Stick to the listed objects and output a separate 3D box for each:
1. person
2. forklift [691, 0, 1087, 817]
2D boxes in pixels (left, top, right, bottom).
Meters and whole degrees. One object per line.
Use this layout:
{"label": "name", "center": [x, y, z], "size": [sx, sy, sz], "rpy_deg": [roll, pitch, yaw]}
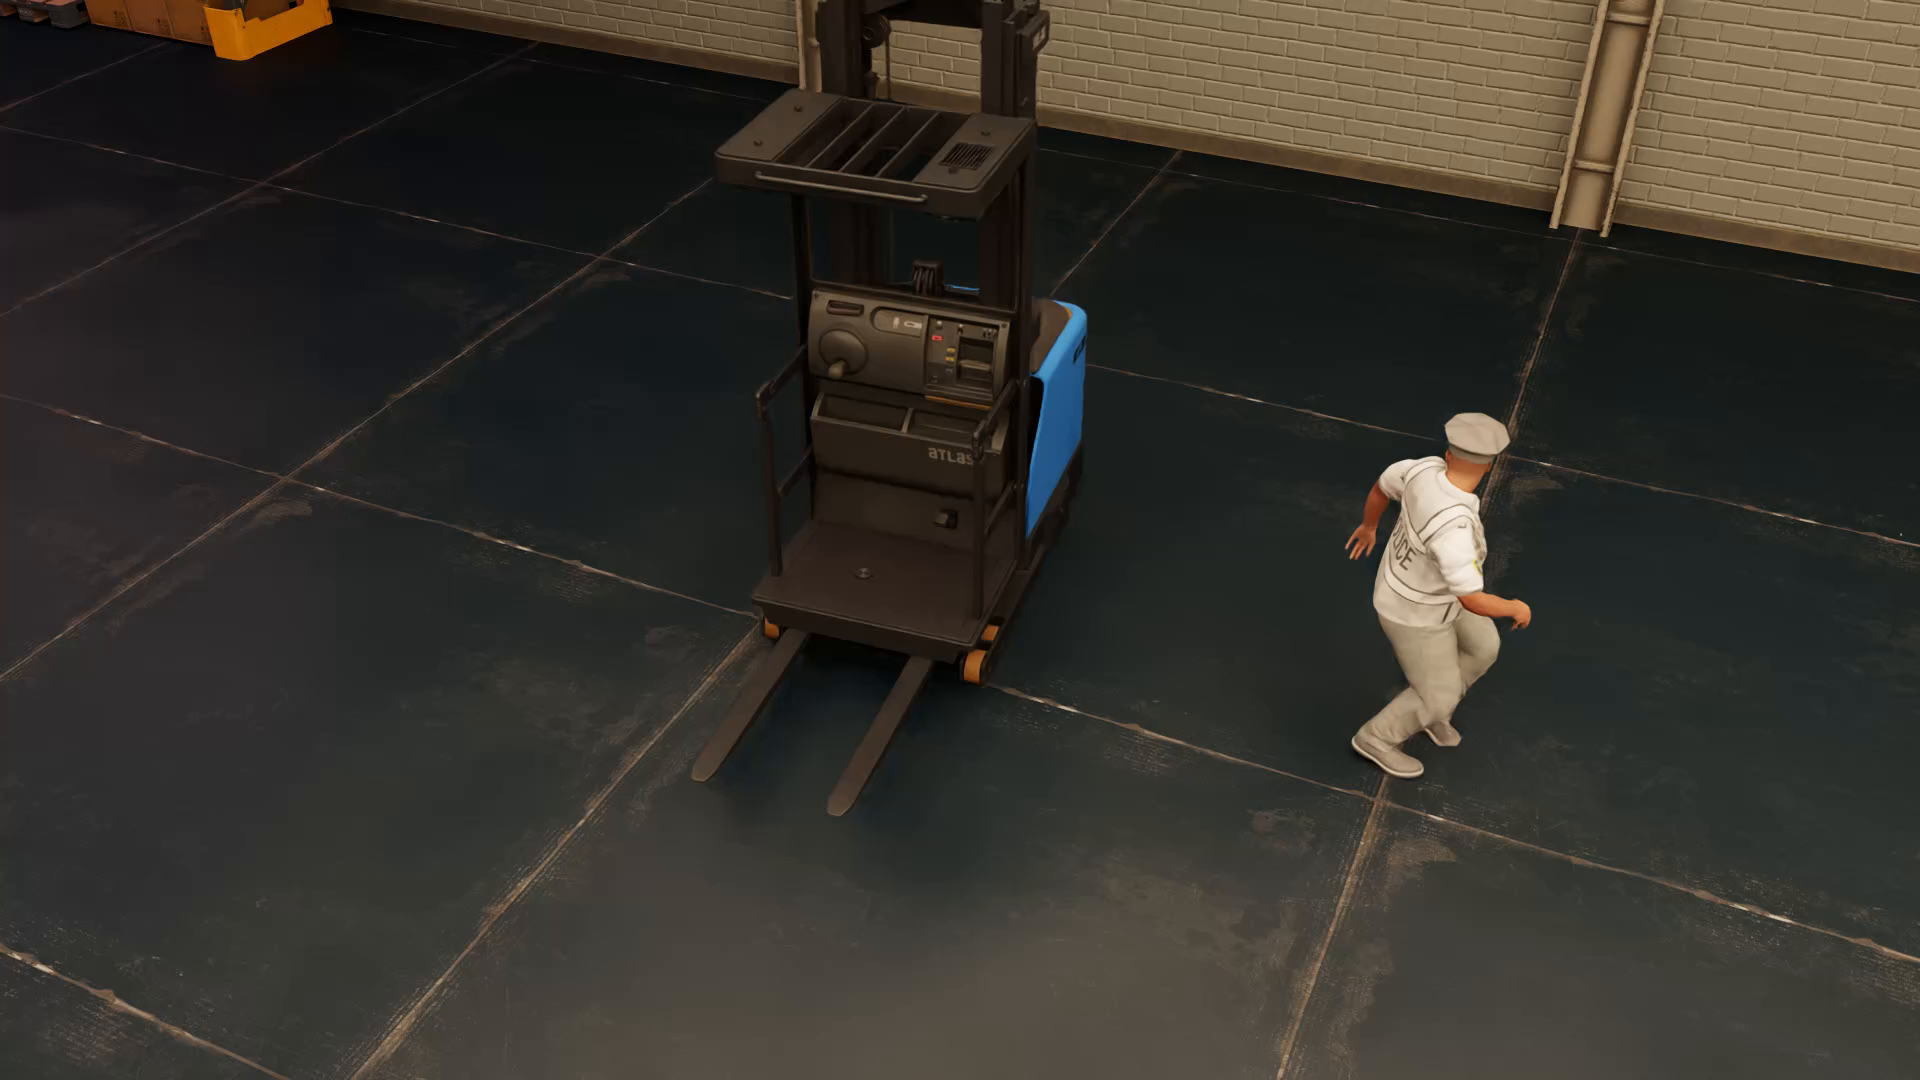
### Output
{"label": "person", "center": [1.936, 0.271, 6.837], "size": [0.773, 1.742, 0.674], "rpy_deg": [11, 37, 14]}
{"label": "forklift", "center": [-0.300, -0.796, 7.202], "size": [1.130, 2.935, 3.031], "rpy_deg": [11, 37, 15]}
